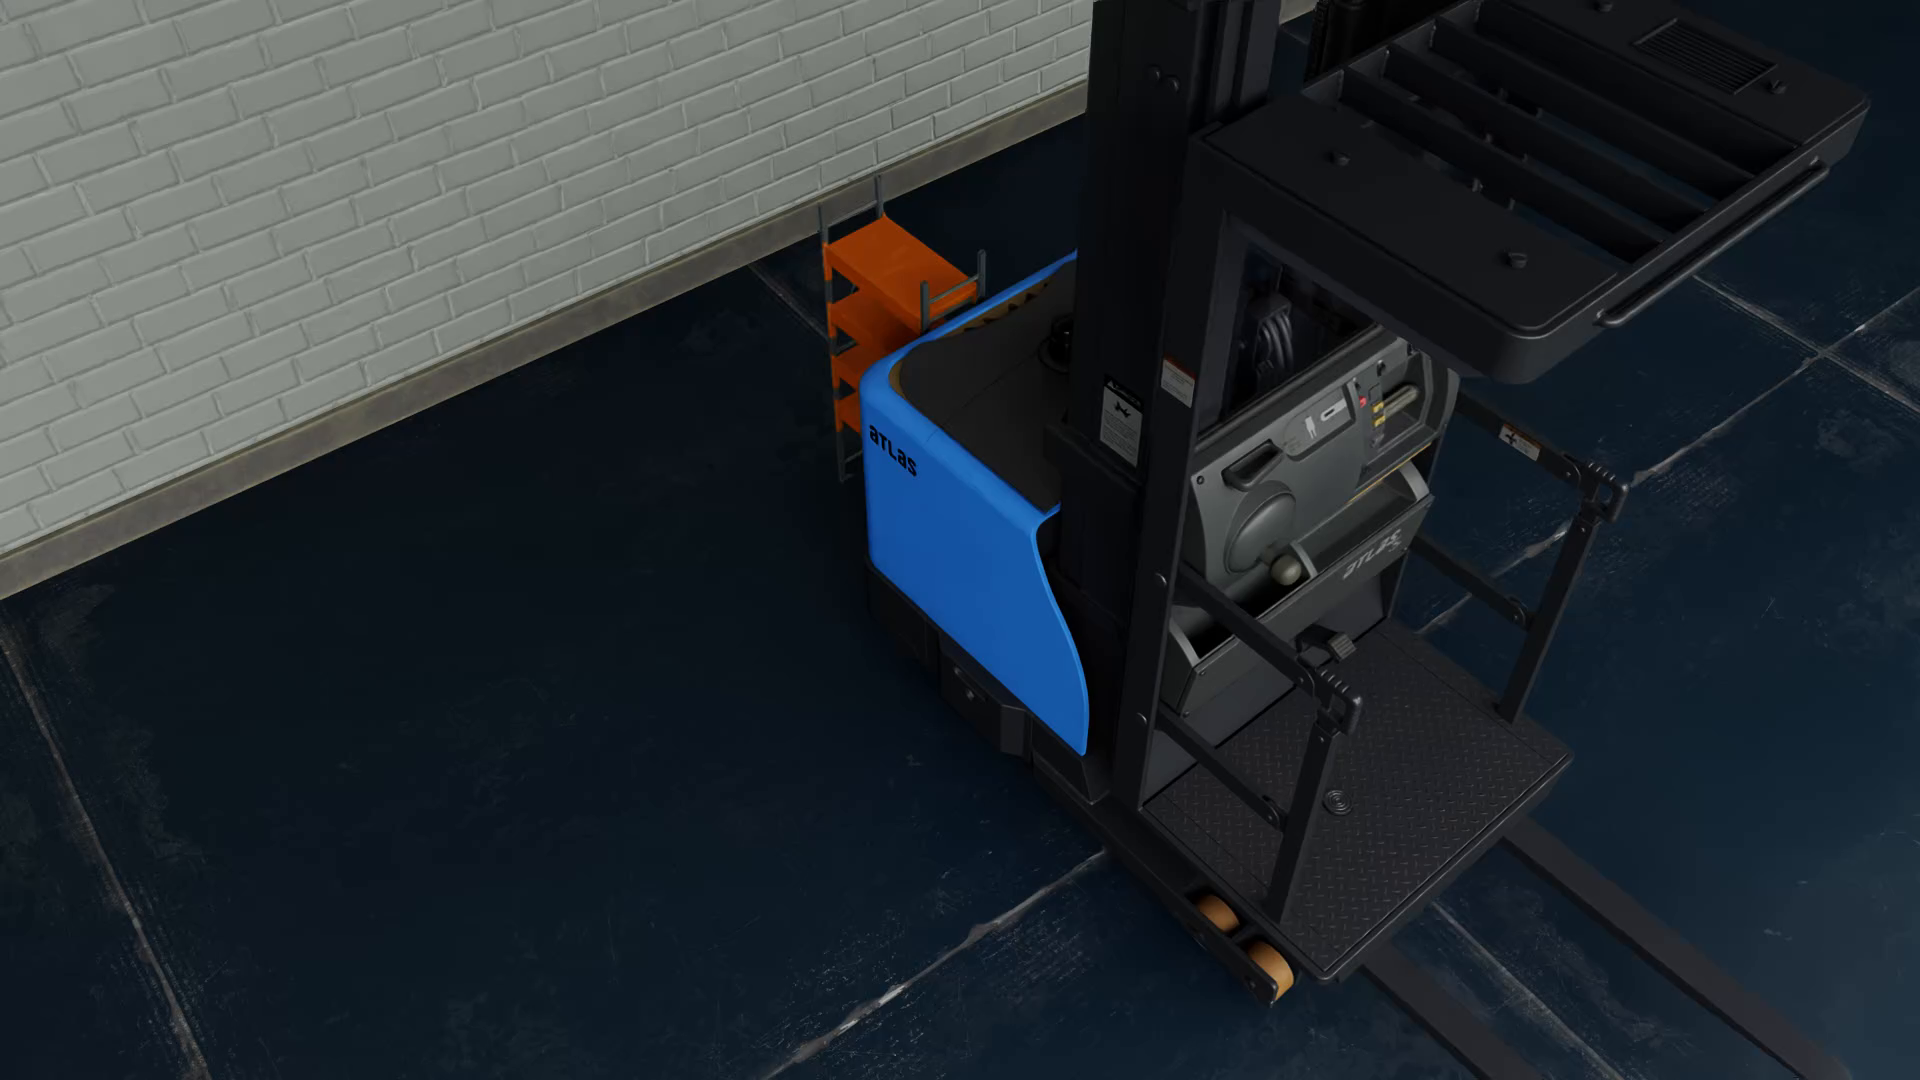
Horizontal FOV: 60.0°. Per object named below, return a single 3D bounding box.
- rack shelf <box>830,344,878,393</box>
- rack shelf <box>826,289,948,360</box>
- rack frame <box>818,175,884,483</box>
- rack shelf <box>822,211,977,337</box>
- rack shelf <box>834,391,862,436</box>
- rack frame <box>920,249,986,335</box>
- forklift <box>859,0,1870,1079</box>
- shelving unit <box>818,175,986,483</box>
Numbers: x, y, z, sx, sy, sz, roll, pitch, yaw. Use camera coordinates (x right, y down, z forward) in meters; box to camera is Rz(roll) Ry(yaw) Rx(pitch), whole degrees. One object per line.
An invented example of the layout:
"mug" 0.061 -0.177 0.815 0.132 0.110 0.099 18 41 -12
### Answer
"rack shelf" -0.178 -0.487 5.472 0.258 0.148 0.480 -32 55 -26
"rack shelf" -0.178 -0.637 5.306 0.258 0.148 0.480 -32 55 -26
"rack frame" -0.336 -0.669 5.547 0.240 1.200 0.015 -32 55 -26
"rack shelf" -0.178 -0.796 5.131 0.258 0.148 0.480 -32 55 -26
"rack shelf" -0.178 -0.353 5.619 0.258 0.148 0.480 -32 55 -26
"rack frame" -0.019 -0.394 5.298 0.240 1.200 0.015 -32 55 -26
"forklift" 1.032 -0.144 3.903 1.130 2.935 3.031 -32 55 -26
"shelving unit" -0.178 -0.532 5.422 0.258 1.200 0.503 -32 55 -26
